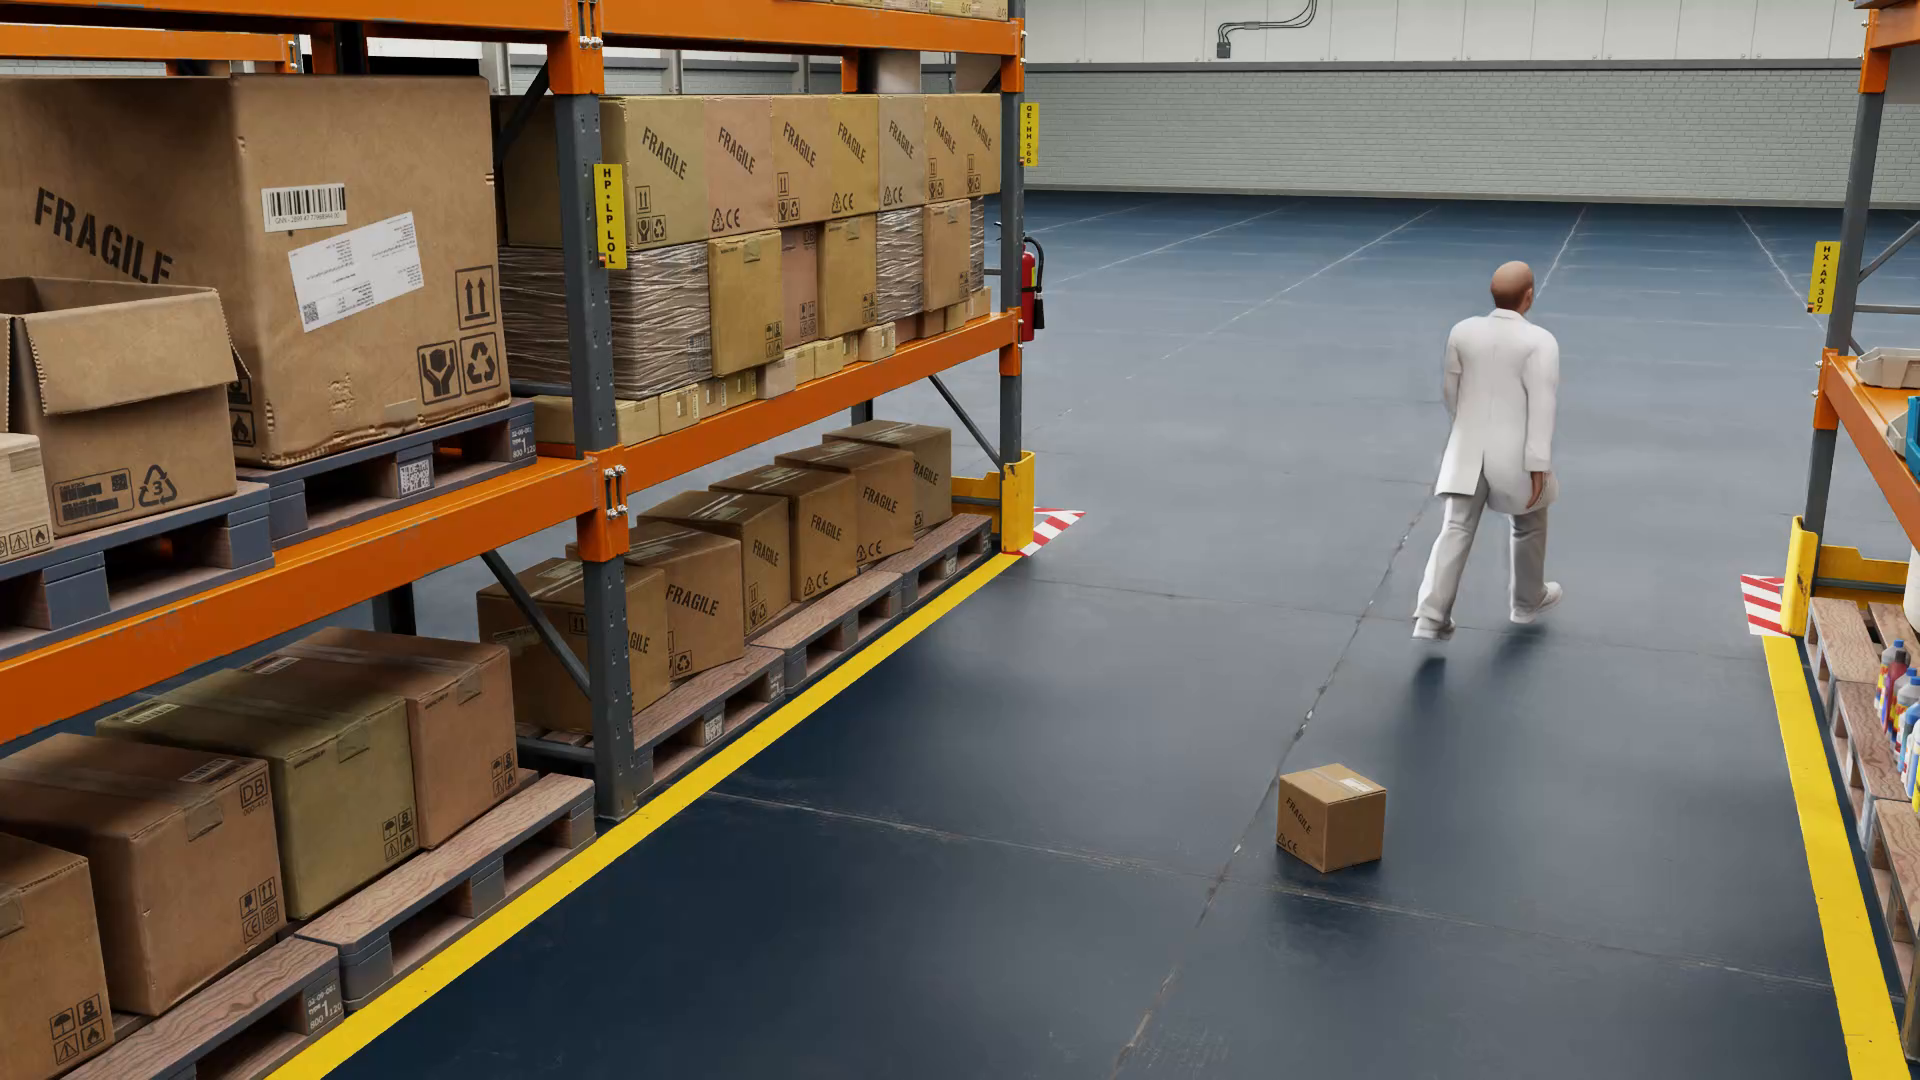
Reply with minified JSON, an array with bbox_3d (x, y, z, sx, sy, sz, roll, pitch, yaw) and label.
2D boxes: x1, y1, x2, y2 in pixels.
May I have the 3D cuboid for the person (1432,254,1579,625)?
[{"bbox_3d":[2.538,-0.432,7.626,0.564,1.742,1.018,12,19,36],"label":"person"}]
